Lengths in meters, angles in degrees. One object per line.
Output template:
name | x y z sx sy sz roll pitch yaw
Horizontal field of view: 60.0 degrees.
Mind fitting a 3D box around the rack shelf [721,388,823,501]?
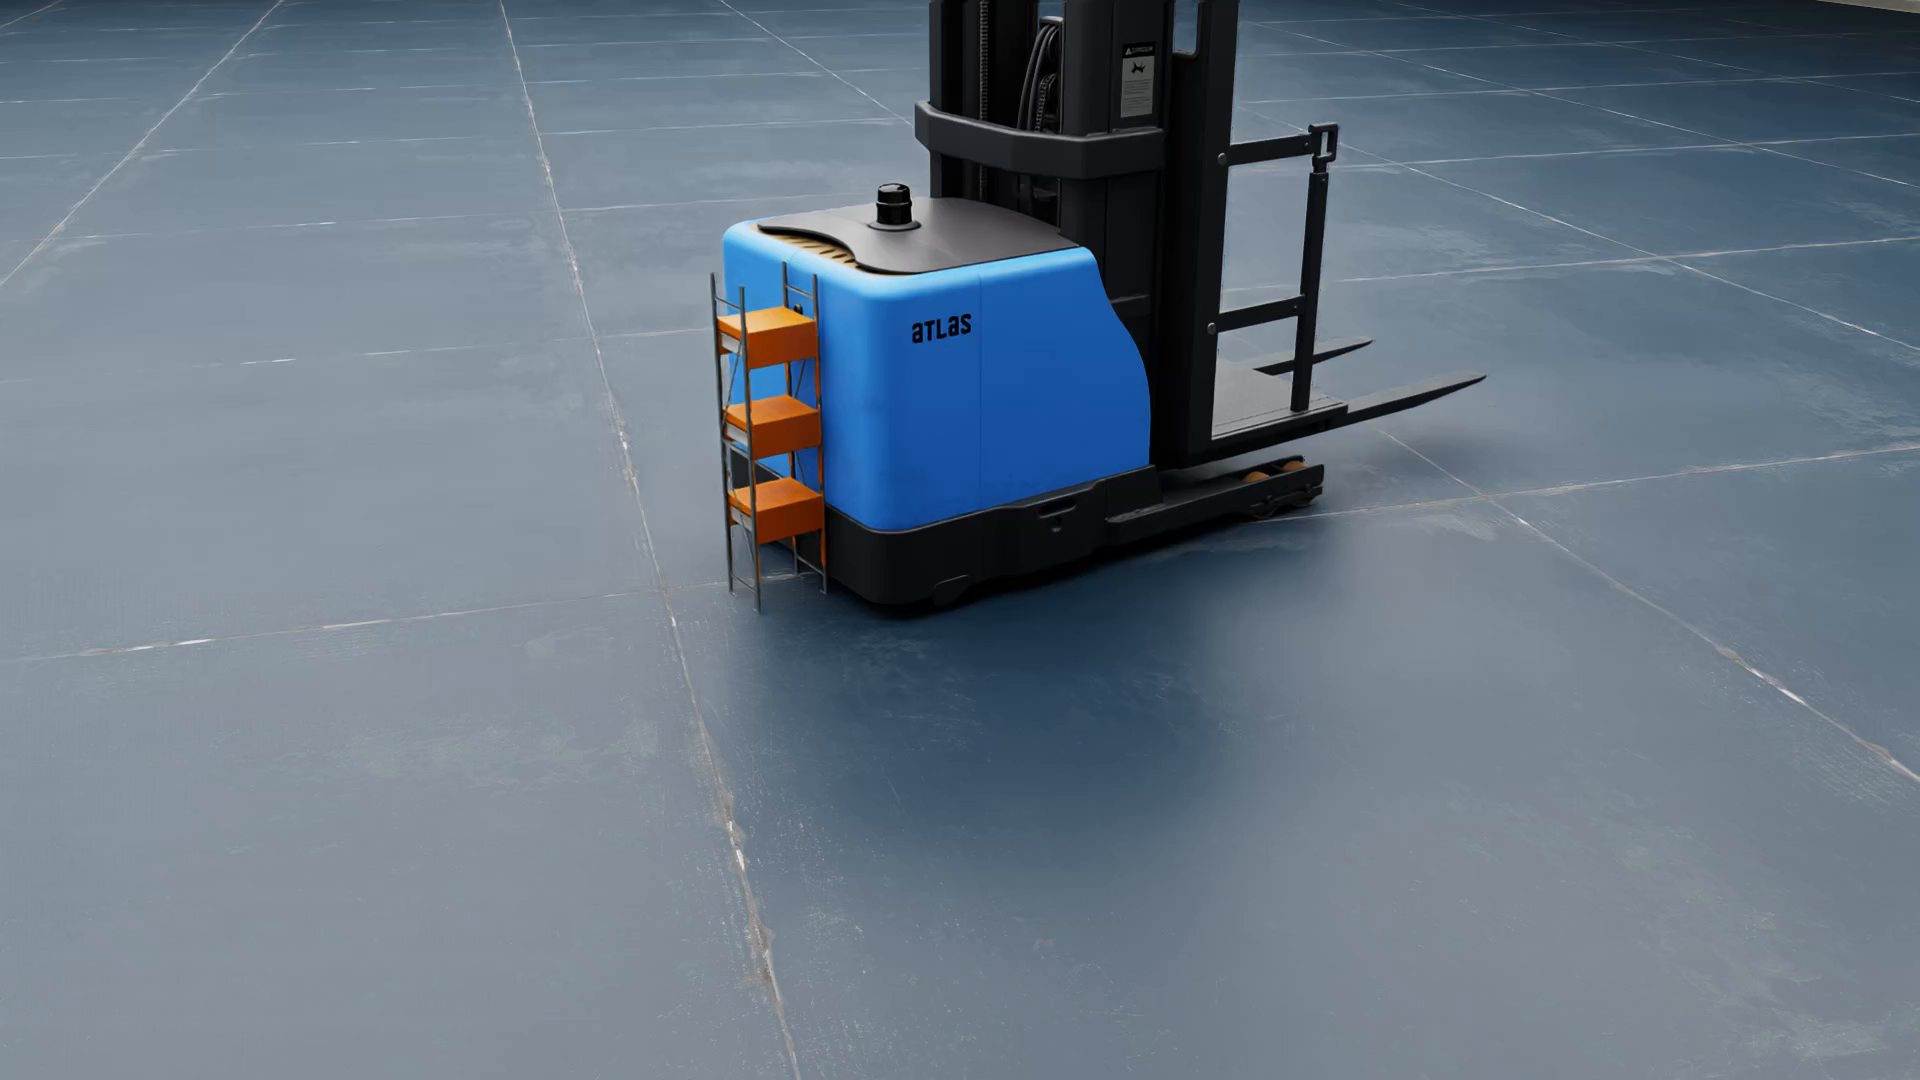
rack shelf | -0.583 -0.298 5.140 0.240 0.259 0.215 -15 28 -32

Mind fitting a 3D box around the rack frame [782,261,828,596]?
rack frame | -0.483 -0.335 5.200 0.008 1.050 0.200 -15 28 -32

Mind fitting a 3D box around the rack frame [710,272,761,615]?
rack frame | -0.683 -0.280 5.071 0.008 1.050 0.200 -15 28 -32

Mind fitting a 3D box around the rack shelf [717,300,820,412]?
rack shelf | -0.583 -0.559 5.028 0.240 0.259 0.215 -15 28 -32

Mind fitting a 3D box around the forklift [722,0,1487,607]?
forklift | 0.707 -1.577 5.707 3.031 2.935 1.130 -15 28 -32

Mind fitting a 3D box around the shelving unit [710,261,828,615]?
shelving unit | -0.583 -0.308 5.136 0.252 1.050 0.215 -15 28 -32

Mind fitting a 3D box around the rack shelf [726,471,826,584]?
rack shelf | -0.583 -0.043 5.249 0.240 0.259 0.215 -15 28 -32
